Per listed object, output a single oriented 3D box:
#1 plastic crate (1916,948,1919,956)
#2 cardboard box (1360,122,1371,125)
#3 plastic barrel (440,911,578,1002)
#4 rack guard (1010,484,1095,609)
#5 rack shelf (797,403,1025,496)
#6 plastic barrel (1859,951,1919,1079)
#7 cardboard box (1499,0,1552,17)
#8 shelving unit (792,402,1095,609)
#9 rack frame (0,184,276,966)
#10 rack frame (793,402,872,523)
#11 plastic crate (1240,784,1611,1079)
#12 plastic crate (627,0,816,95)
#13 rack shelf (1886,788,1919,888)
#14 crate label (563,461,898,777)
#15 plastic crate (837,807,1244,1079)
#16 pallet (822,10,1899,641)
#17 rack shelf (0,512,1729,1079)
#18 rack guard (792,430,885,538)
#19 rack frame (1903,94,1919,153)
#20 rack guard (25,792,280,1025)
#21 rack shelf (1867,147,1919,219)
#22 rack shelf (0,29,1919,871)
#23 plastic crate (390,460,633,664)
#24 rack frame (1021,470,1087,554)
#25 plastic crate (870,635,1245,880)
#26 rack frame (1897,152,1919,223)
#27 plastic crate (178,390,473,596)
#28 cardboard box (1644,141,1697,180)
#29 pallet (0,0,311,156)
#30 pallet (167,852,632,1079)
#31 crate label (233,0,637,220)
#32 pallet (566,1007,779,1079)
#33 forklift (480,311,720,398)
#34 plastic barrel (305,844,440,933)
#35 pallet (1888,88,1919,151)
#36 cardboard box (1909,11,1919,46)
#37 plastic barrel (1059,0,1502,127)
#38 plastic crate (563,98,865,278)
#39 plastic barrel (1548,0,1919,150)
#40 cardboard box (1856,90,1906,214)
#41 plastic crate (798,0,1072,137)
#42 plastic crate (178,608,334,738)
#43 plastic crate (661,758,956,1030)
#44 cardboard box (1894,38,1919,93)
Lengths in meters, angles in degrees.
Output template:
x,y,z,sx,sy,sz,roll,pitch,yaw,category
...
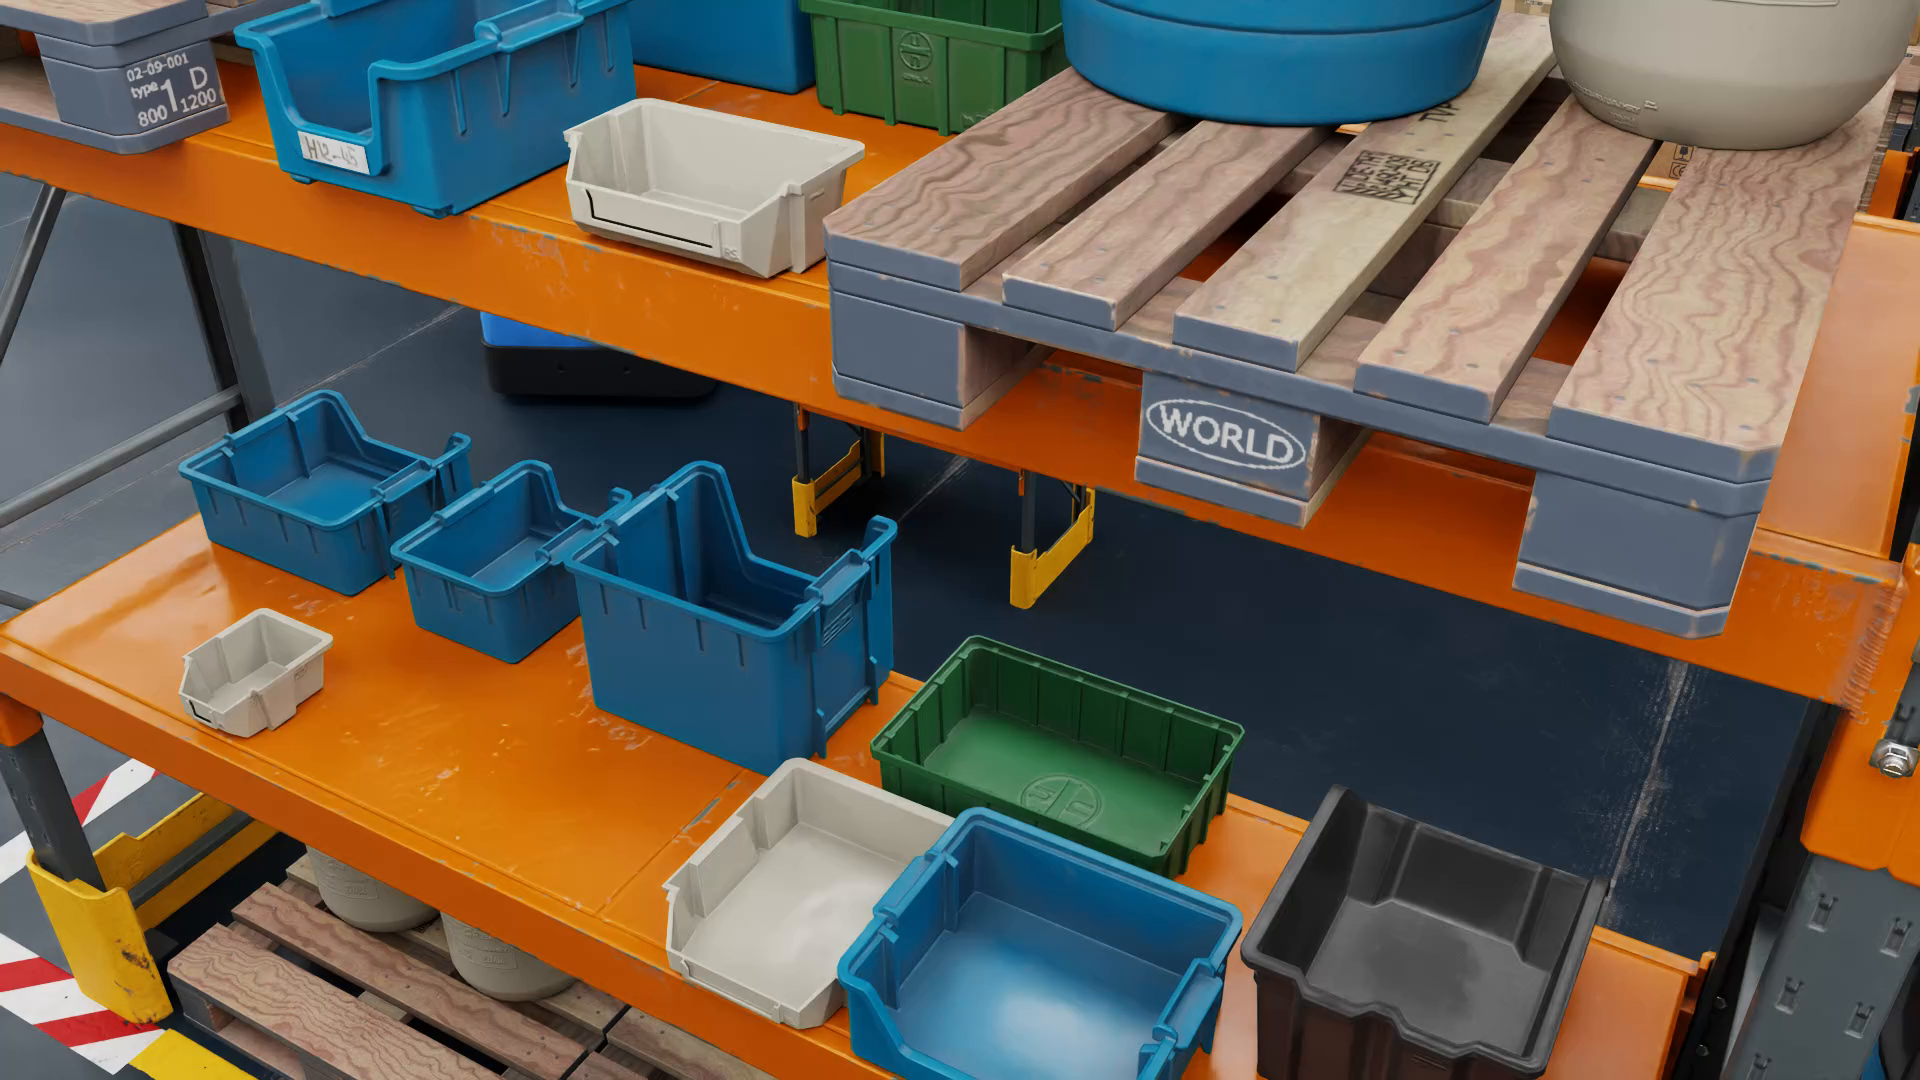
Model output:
x,y,z,sx,sy,sz,roll,pitch,yaw,category
1.815,0.867,2.685,0.583,0.464,0.402,18,37,24,plastic crate
1.975,-2.058,7.044,0.500,0.500,0.700,19,38,26,cardboard box
-1.186,0.950,4.483,0.421,0.512,0.421,0,34,0,plastic barrel
0.366,0.012,6.507,0.087,0.250,0.587,18,37,24,rack guard
-0.074,-0.498,6.469,1.000,0.185,0.538,18,37,24,rack shelf
1.428,0.951,2.164,0.708,0.901,0.600,18,37,24,plastic barrel
2.259,-2.109,6.535,0.250,0.149,0.380,19,38,26,cardboard box
-0.066,-0.645,6.366,1.083,1.500,0.587,18,37,24,shelving unit
-2.230,-0.193,4.333,0.127,3.000,1.000,18,37,24,rack frame
-0.515,-0.788,6.579,0.032,1.500,0.500,18,37,24,rack frame
0.851,0.728,3.006,0.504,0.338,0.767,18,37,24,plastic crate
-0.425,-1.055,2.936,0.575,0.384,0.392,18,37,24,plastic crate
2.979,0.508,1.223,4.000,0.370,1.077,18,37,24,rack shelf
-0.498,0.169,3.759,0.616,0.435,0.502,18,37,24,crate label
0.147,0.796,2.983,0.616,0.251,0.499,18,37,24,plastic crate
0.568,-0.414,2.129,1.003,0.211,1.213,18,37,24,pallet
-0.494,0.657,3.707,4.000,0.370,1.077,18,37,24,rack shelf
-0.499,-0.262,6.918,0.087,0.250,0.587,18,37,24,rack guard
6.158,-3.860,9.841,0.127,3.000,1.000,18,37,24,rack frame
-2.141,0.846,5.029,0.348,0.500,1.175,18,37,24,rack guard
1.967,-1.726,7.285,4.000,0.370,1.077,18,37,24,rack shelf
-0.494,-0.592,2.875,4.000,0.370,1.077,18,37,24,rack shelf
-1.086,0.044,4.112,0.408,0.251,0.499,18,37,24,plastic crate
0.367,-0.508,6.160,0.032,1.500,0.500,18,37,24,rack frame
0.204,0.486,3.504,0.662,0.188,0.450,18,37,24,plastic crate
3.703,-1.475,6.259,0.127,3.000,1.000,18,37,24,rack frame
-1.647,-0.137,4.384,0.616,0.251,0.499,18,37,24,plastic crate
2.854,-1.778,6.623,0.500,0.500,0.700,17,37,24,cardboard box
-1.561,-1.088,3.142,1.213,0.211,1.003,18,37,24,pallet
-1.438,1.192,4.769,1.213,0.211,1.003,18,37,24,pallet
-0.769,-0.706,2.531,0.408,0.251,0.502,18,37,24,crate label
-0.383,1.528,4.265,1.213,0.211,1.003,18,37,24,pallet
-1.598,-2.658,8.097,1.130,2.935,3.031,1,34,2,forklift
-1.621,0.812,4.690,0.421,0.512,0.421,0,34,0,plastic barrel
5.557,-2.867,10.865,1.213,0.211,1.003,18,37,24,pallet
3.315,-2.176,6.051,0.500,0.500,0.700,18,38,25,cardboard box
0.431,-1.050,2.083,0.708,0.901,0.600,18,37,24,plastic barrel
-0.352,-0.478,2.294,0.396,0.136,0.243,18,37,24,plastic crate
0.966,-0.775,2.022,0.421,0.512,0.421,0,34,0,plastic barrel
3.315,-1.636,6.410,0.500,0.500,0.700,17,37,23,cardboard box
0.008,-0.818,2.757,0.450,0.188,0.336,18,37,24,plastic crate
-1.613,0.318,3.804,0.250,0.136,0.298,18,37,24,plastic crate
-0.293,0.692,3.242,0.437,0.136,0.530,18,37,24,plastic crate
3.361,-1.759,6.009,0.250,0.149,0.380,18,37,24,cardboard box
